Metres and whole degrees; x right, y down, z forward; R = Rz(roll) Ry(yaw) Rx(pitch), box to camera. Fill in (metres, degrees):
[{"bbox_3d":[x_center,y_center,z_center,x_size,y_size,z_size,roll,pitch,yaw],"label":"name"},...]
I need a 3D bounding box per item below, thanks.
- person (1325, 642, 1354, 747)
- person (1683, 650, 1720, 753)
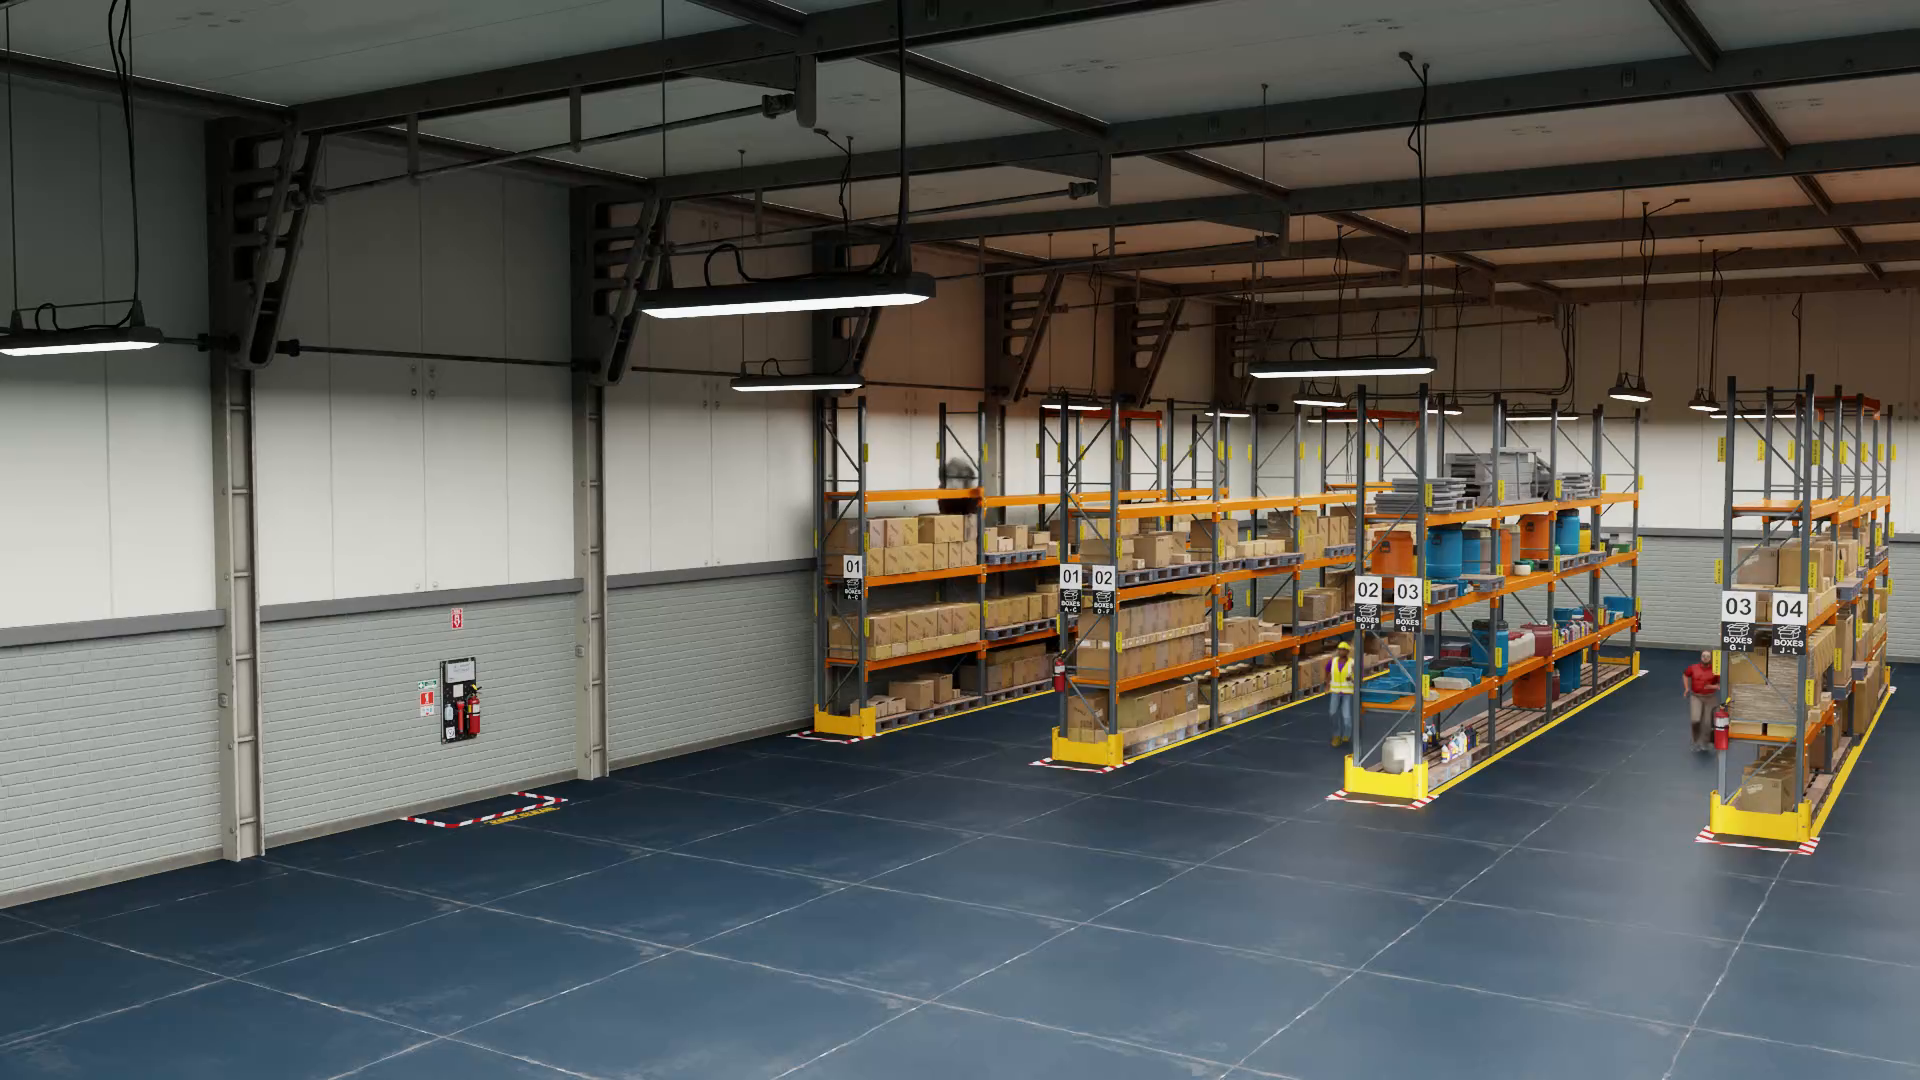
[{"bbox_3d":[6.509,2.640,28.343,0.674,1.809,0.696,1,3,22],"label":"person"},{"bbox_3d":[12.382,2.693,27.696,0.652,1.718,0.653,1,3,24],"label":"person"}]
